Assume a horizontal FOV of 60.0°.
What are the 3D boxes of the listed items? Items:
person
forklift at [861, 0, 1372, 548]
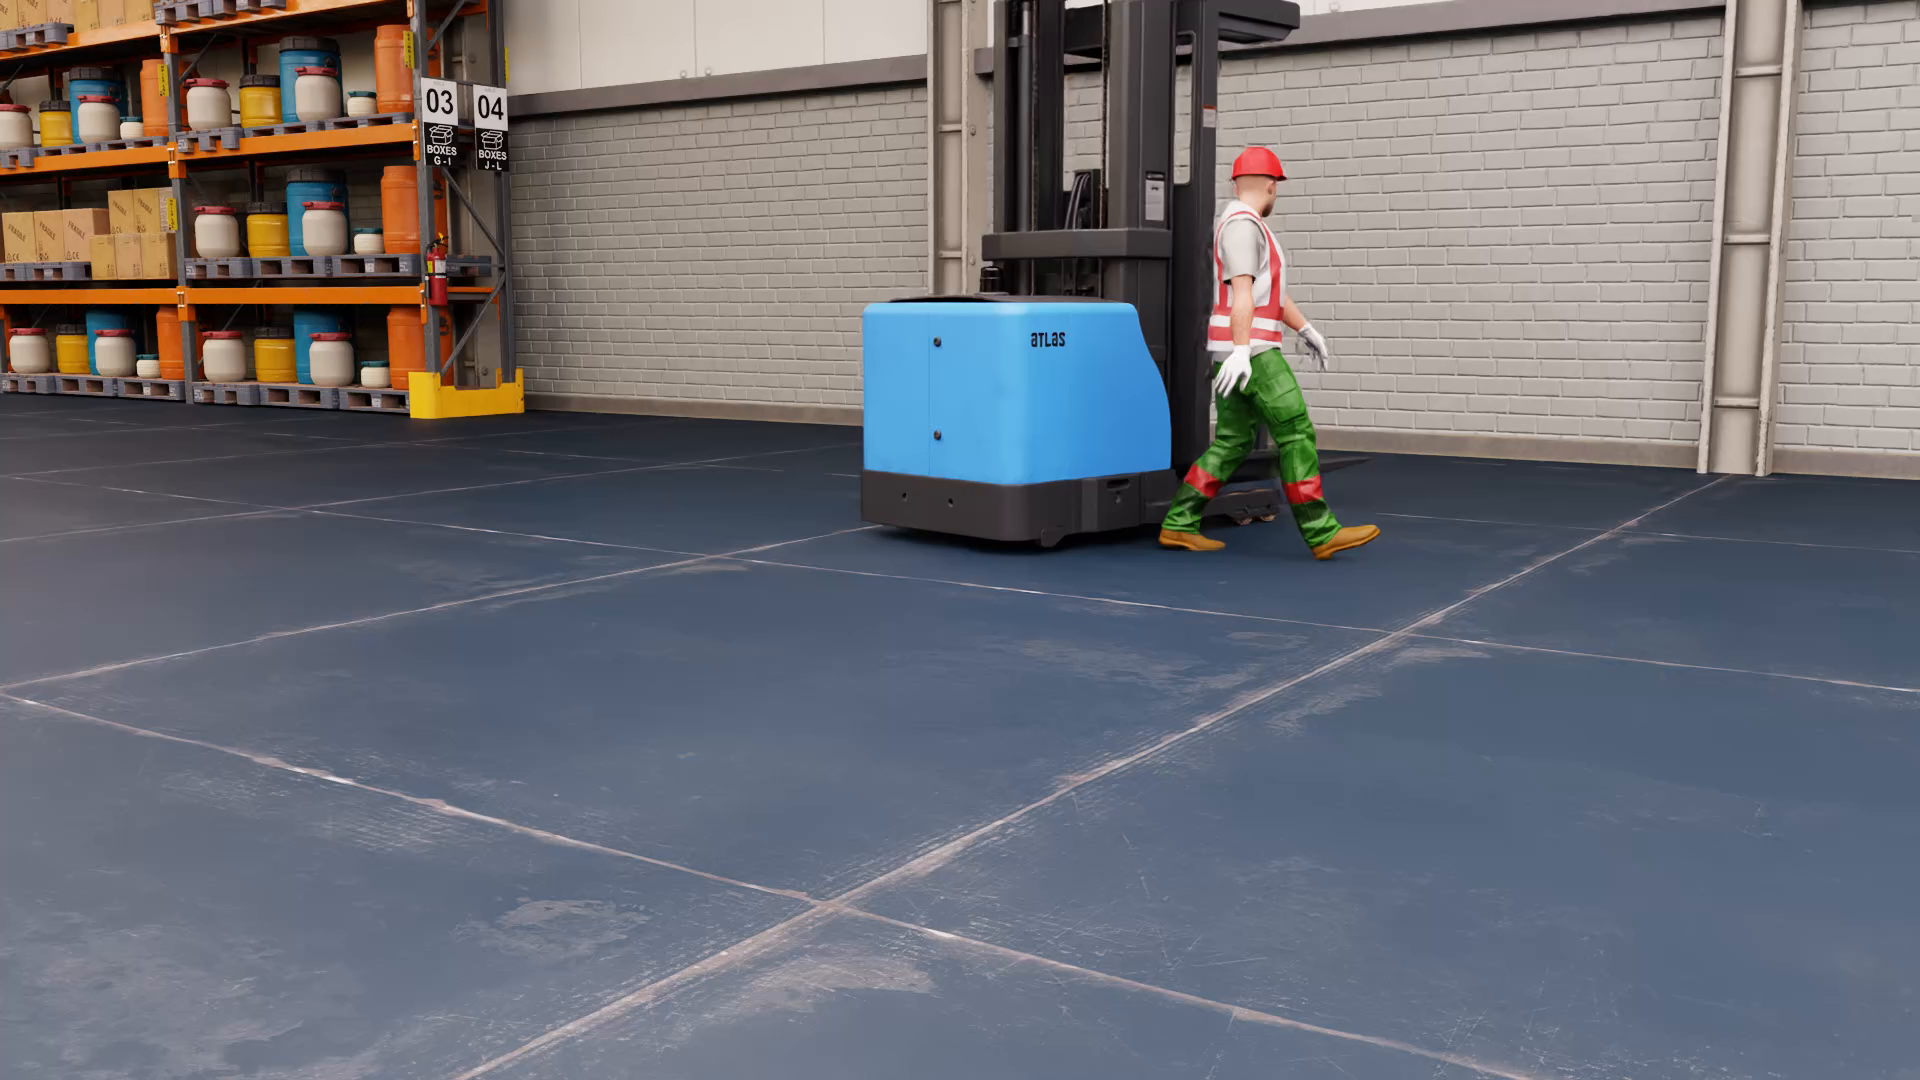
[{"bbox_3d":[1.311,-0.775,7.008,0.902,1.743,0.712,1,8,4],"label":"person"},{"bbox_3d":[0.952,-1.569,8.224,3.031,2.935,1.130,-8,11,-43],"label":"forklift"}]
